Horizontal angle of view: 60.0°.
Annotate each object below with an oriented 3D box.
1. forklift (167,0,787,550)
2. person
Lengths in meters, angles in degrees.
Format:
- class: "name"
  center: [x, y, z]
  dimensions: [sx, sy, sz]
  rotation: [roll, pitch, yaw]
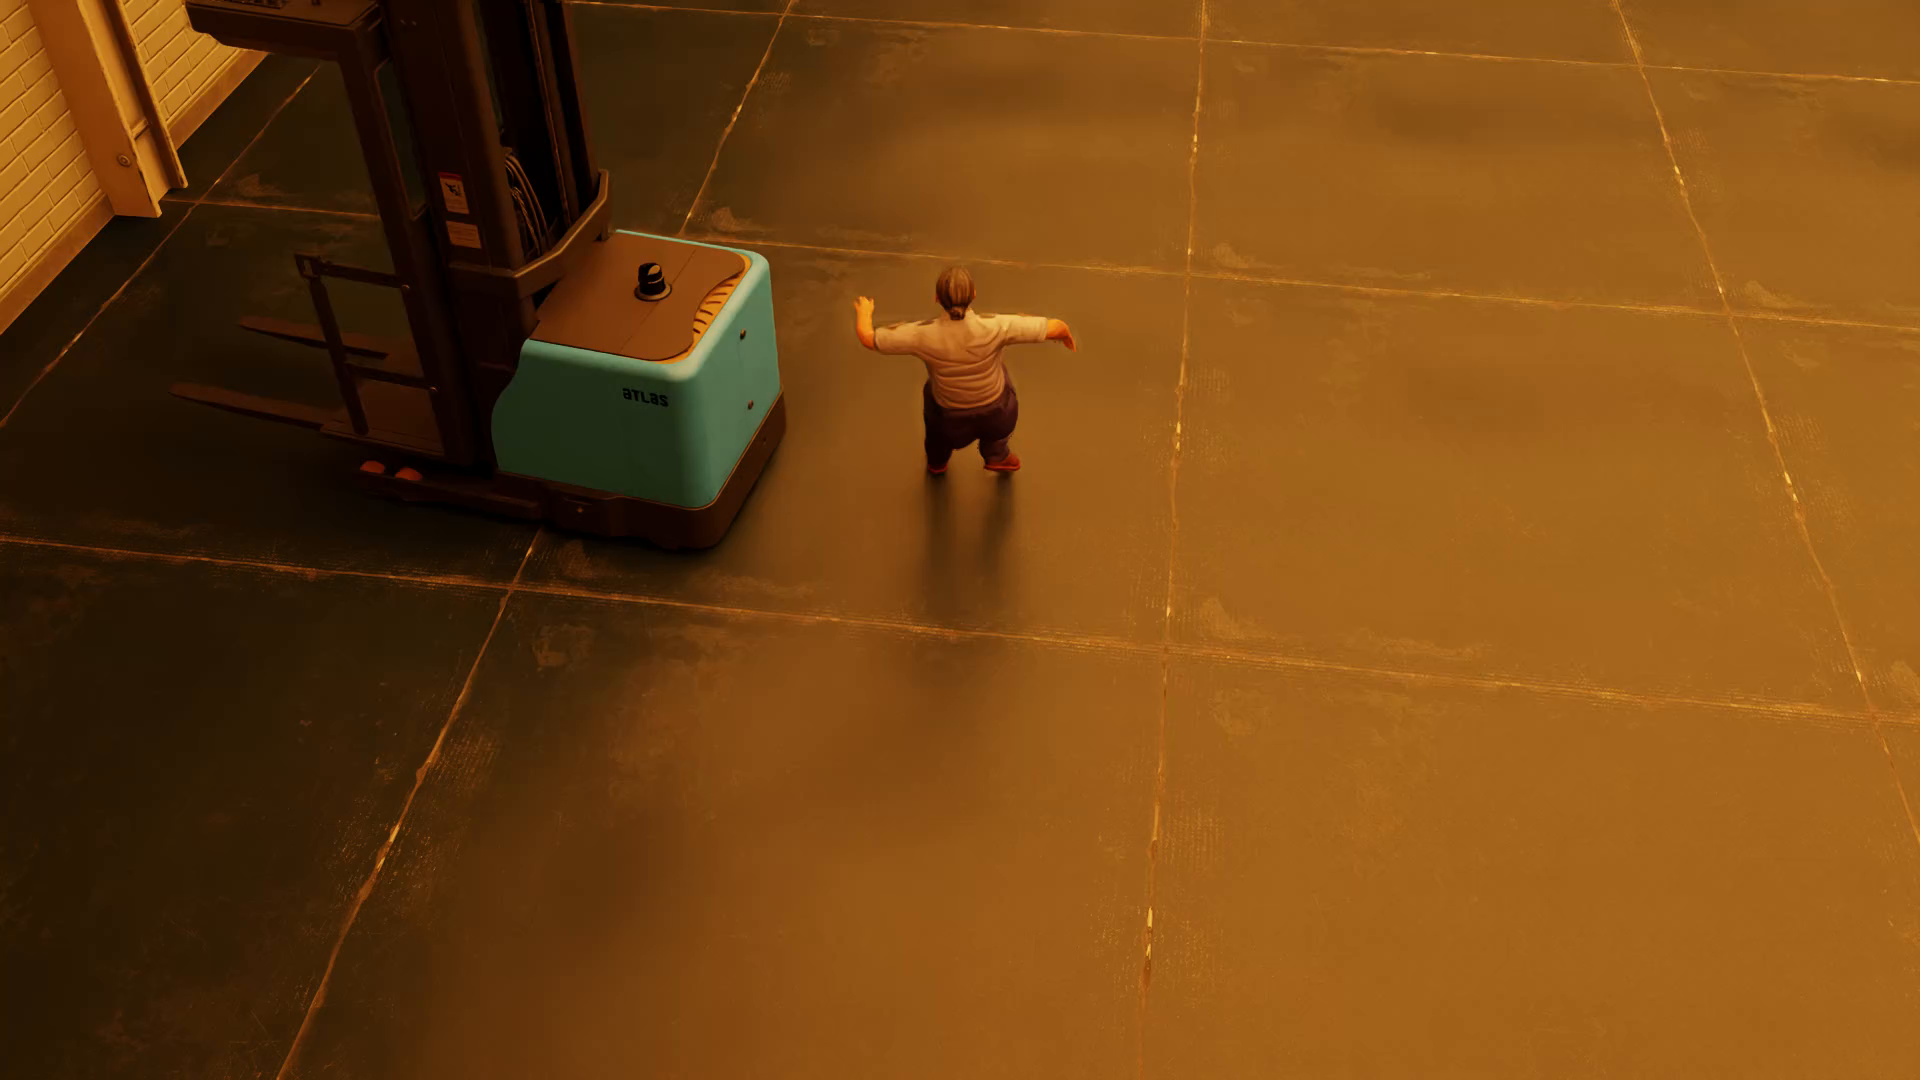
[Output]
- class: "forklift"
  center: [-2.452, -1.596, 7.462]
  dimensions: [3.031, 2.935, 1.130]
  rotation: [11, 44, 12]
- class: "person"
  center: [0.023, -0.793, 7.696]
  dimensions: [0.990, 1.419, 0.787]
  rotation: [-7, 43, -7]
